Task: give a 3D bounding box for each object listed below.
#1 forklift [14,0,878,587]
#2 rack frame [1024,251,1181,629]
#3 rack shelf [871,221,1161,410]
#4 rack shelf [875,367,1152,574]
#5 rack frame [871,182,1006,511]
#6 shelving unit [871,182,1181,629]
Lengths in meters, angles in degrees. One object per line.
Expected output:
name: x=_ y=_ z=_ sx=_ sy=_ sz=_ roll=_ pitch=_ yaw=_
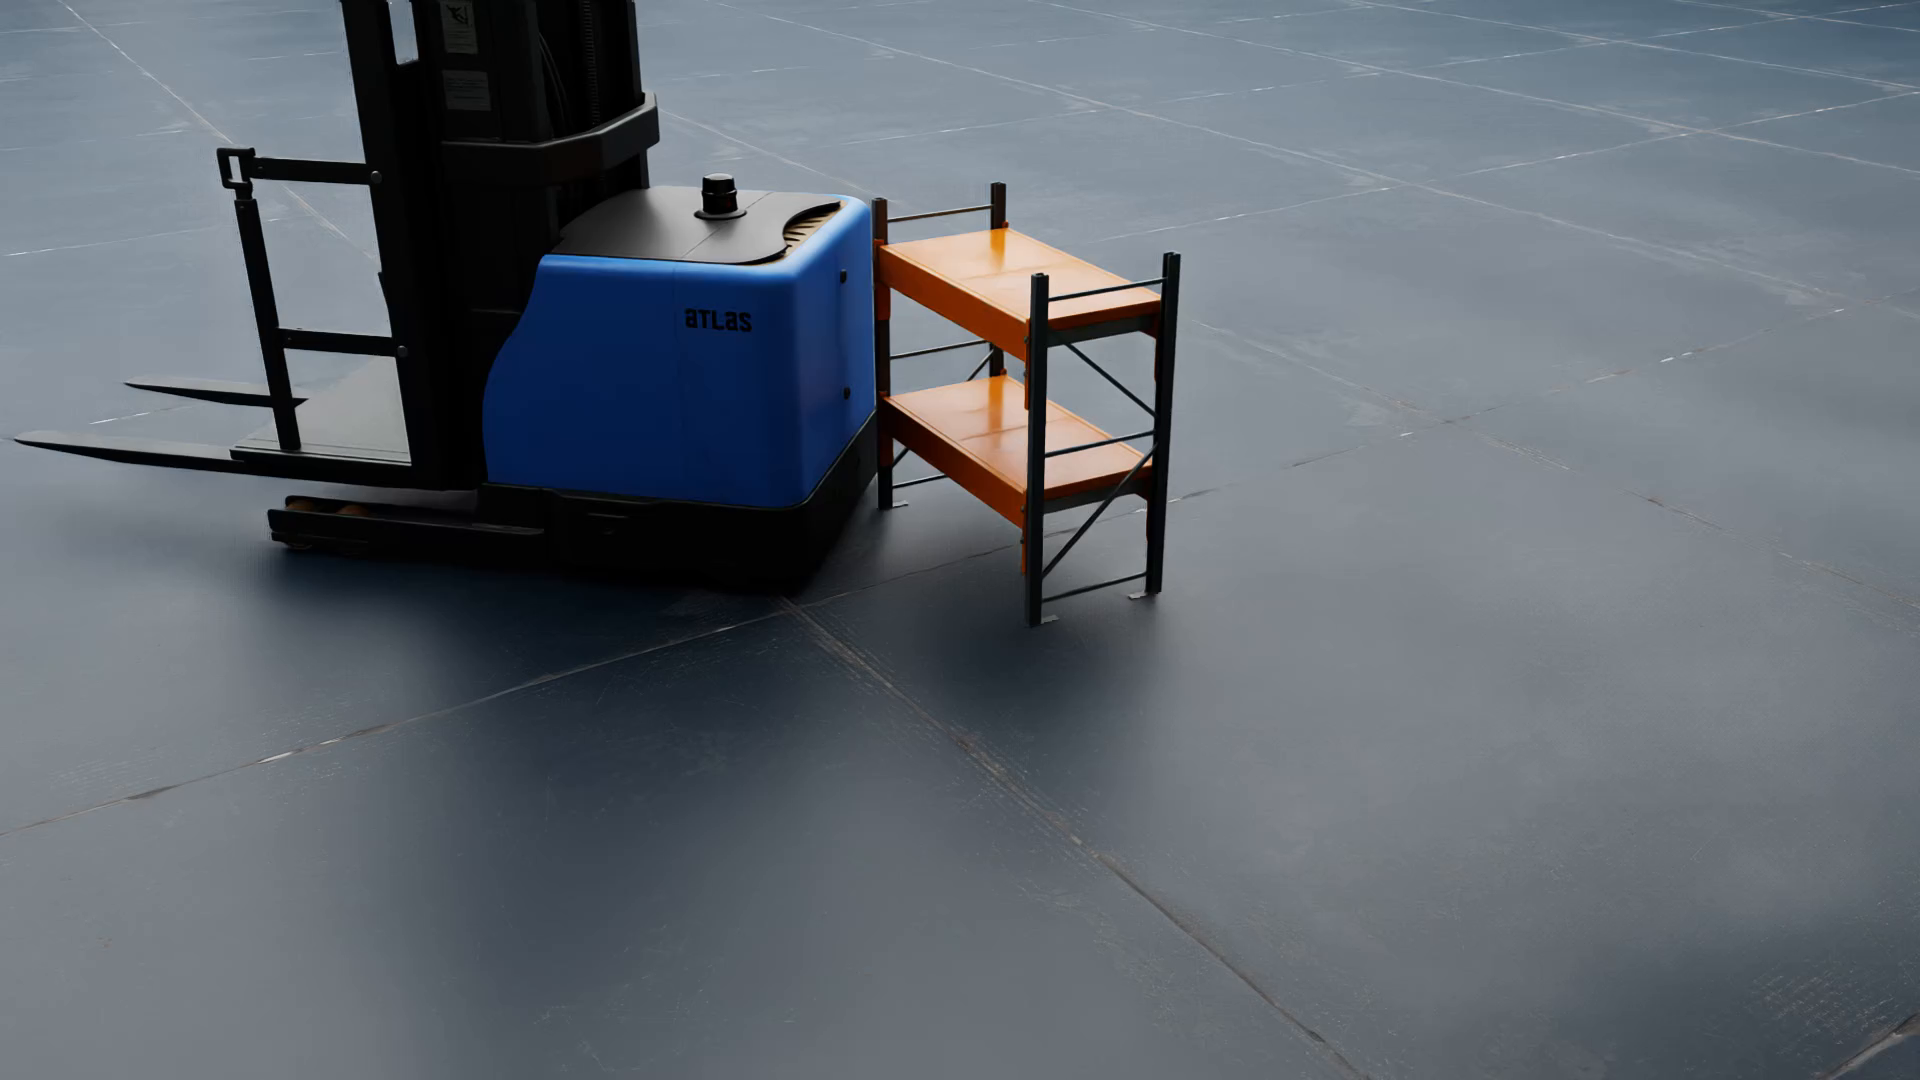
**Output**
forklift: x=-1.868 y=-1.487 z=5.466 sx=3.031 sy=2.935 sz=1.130 roll=5 pitch=26 yaw=11
rack frame: x=0.426 y=-0.290 z=5.047 sx=0.500 sy=1.125 sz=0.032 roll=-13 pitch=28 yaw=-26
rack shelf: x=0.179 y=-0.744 z=5.324 sx=0.538 sy=0.278 sz=1.000 roll=-13 pitch=28 yaw=-26
rack shelf: x=0.179 y=-0.259 z=5.553 sx=0.538 sy=0.278 sz=1.000 roll=-13 pitch=28 yaw=-26
rack frame: x=-0.068 y=-0.669 z=5.850 sx=0.500 sy=1.125 sz=0.032 roll=-13 pitch=28 yaw=-26
shelving unit: x=0.179 y=-0.480 z=5.449 sx=0.538 sy=1.125 sz=1.048 roll=-13 pitch=28 yaw=-26
